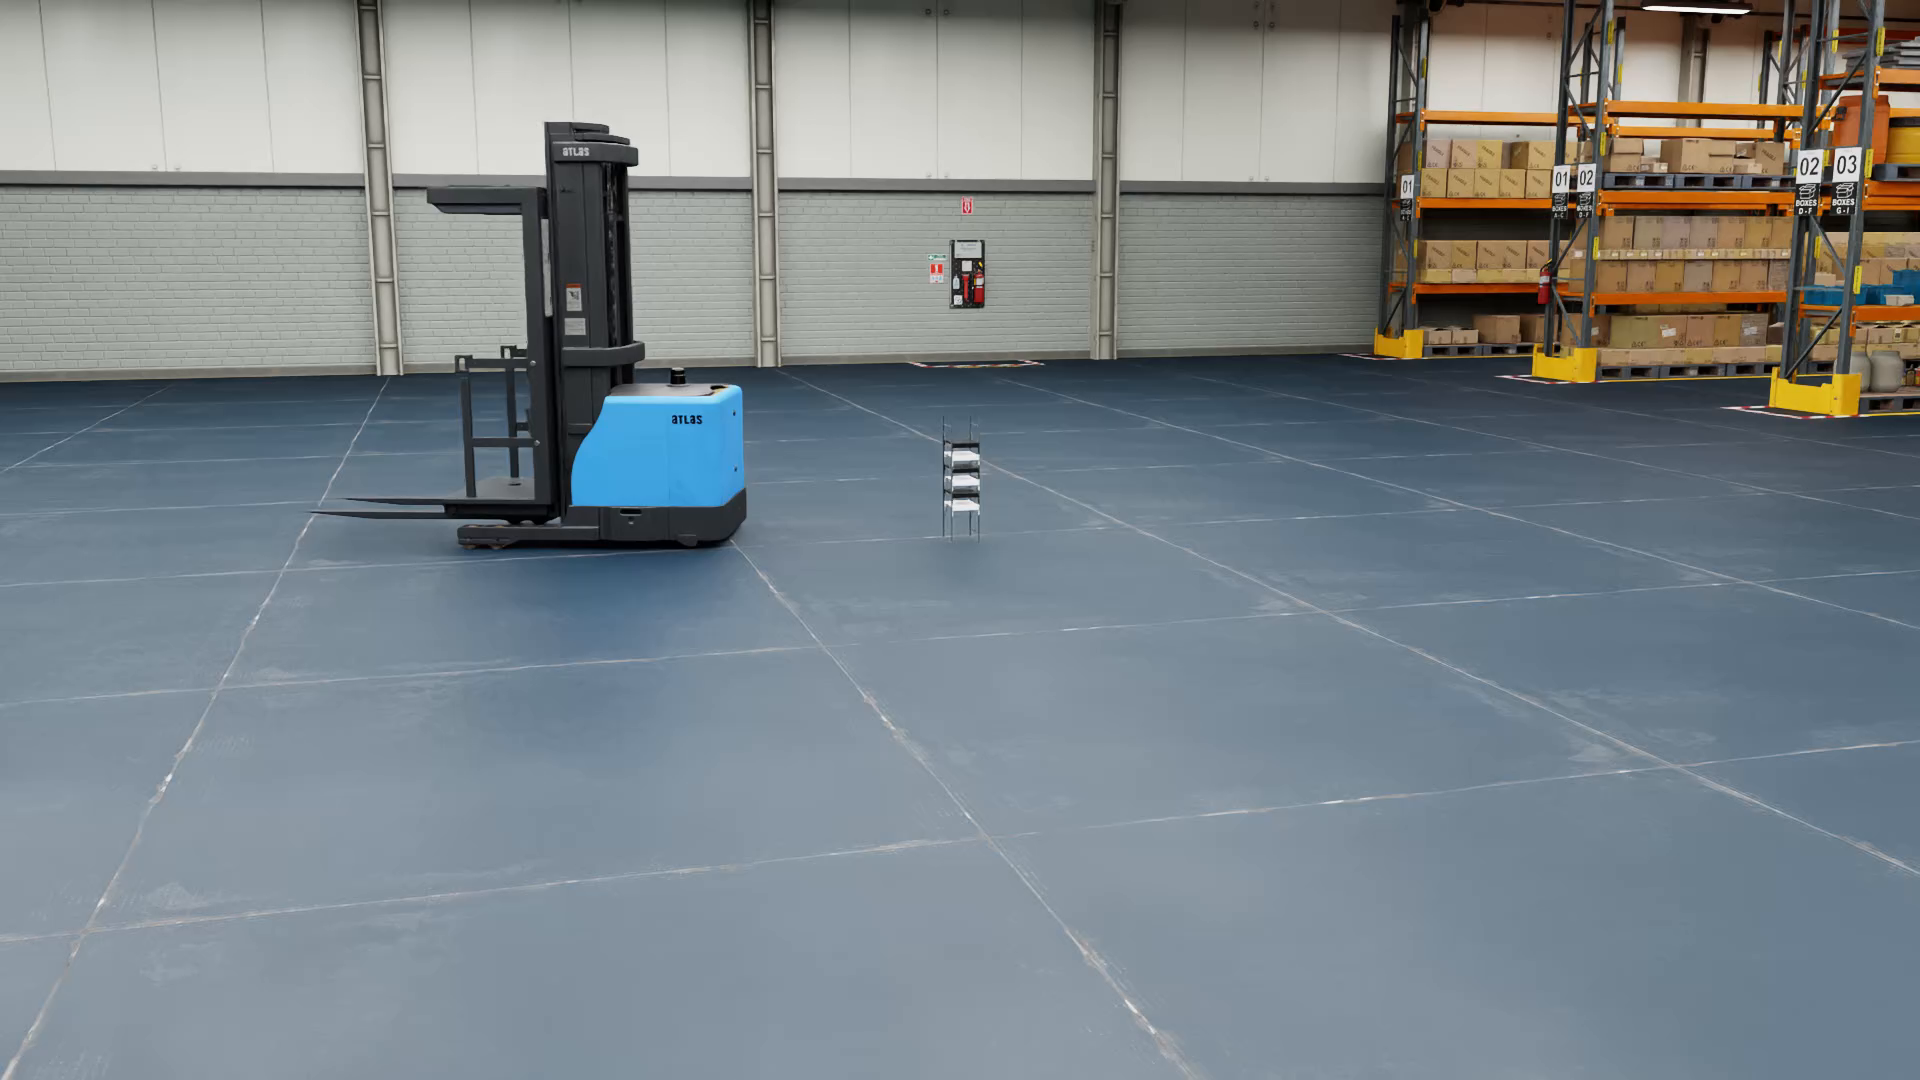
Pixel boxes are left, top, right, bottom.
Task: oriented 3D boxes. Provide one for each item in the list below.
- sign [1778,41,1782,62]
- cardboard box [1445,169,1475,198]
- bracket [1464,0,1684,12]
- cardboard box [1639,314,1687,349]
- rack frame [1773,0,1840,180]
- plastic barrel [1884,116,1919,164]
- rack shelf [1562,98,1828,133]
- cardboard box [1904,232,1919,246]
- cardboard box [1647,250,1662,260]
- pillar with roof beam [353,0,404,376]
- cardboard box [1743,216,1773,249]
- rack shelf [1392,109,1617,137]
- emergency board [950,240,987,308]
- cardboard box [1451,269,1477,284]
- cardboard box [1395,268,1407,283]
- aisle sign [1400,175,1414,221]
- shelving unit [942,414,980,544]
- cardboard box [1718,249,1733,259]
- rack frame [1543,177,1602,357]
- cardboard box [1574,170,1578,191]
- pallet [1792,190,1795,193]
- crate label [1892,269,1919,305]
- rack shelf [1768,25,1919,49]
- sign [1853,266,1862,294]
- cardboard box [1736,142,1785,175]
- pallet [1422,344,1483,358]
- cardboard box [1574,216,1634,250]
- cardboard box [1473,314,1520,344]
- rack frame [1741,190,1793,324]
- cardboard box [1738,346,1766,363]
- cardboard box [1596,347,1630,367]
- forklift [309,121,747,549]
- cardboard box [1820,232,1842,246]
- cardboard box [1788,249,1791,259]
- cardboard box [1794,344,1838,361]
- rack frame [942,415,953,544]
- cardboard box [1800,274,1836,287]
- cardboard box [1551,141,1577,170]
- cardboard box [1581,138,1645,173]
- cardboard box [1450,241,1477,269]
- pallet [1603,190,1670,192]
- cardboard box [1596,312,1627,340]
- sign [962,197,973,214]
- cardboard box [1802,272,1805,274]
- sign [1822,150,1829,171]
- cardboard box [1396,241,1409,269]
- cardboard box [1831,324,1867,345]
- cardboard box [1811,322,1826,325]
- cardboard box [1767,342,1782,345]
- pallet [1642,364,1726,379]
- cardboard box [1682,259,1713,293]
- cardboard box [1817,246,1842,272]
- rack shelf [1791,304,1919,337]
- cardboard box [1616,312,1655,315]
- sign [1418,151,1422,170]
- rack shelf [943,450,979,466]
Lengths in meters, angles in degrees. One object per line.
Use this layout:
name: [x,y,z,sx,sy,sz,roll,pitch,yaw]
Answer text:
sign: [12.938,-7.695,26.192,0.005,0.325,0.100,-3,11,-16]
cardboard box: [8.789,-6.340,29.582,0.500,0.500,0.500,-2,11,-12]
bracket: [11.275,-9.807,30.522,4.783,0.066,0.076,-3,11,-16]
cardboard box: [10.794,-3.215,25.588,0.500,0.500,0.500,-3,11,-16]
rack frame: [13.102,-7.103,25.775,0.127,3.000,1.000,-3,11,-16]
plastic barrel: [11.701,-4.943,20.647,0.600,0.588,0.600,0,10,0]
rack shelf: [11.181,-6.451,25.326,4.000,0.370,1.077,-3,11,-16]
cardboard box: [18.524,-5.900,32.586,0.500,0.250,0.500,-3,11,-15]
cardboard box: [10.433,-4.339,25.265,0.250,0.149,0.380,-3,11,-17]
pillar with roof beam: [-7.776,-6.288,21.348,0.400,9.000,9.100,-3,11,-16]
cardboard box: [12.192,-4.790,25.923,0.500,0.500,0.700,-3,11,-16]
rack shelf: [9.793,-7.507,29.967,4.000,0.370,1.077,-3,11,-16]
emergency board: [0.159,-4.575,28.612,0.643,1.169,0.194,-3,11,-16]
cardboard box: [8.925,-4.745,29.897,0.500,0.250,0.500,-3,11,-18]
cardboard box: [8.267,-4.804,30.218,0.500,0.250,0.500,-3,11,-15]
aisle sign: [7.888,-6.034,29.357,0.004,0.787,0.394,-3,11,-16]
shelving unit: [0.008,-0.443,11.967,0.210,0.900,0.258,-3,11,-16]
cardboard box: [11.681,-4.406,25.625,0.250,0.149,0.380,-3,11,-14]
rack frame: [9.261,-3.950,25.218,0.127,3.000,1.000,-3,11,-16]
cardboard box: [11.295,-6.479,30.339,0.500,0.500,0.500,-3,11,-14]
pallet: [13.945,-5.581,26.318,1.217,0.209,0.805,-3,11,-18]
crate label: [12.333,-3.246,21.298,0.616,0.435,0.502,-3,11,-16]
rack shelf: [17.474,-9.548,31.865,4.000,0.370,1.077,-3,11,-16]
sign: [10.791,-3.129,19.994,0.005,0.325,0.100,-3,11,-16]
cardboard box: [12.544,-5.973,26.097,0.500,0.500,0.500,-2,11,-11]
pallet: [8.736,-3.478,30.358,1.213,0.211,1.003,-3,11,-16]
cardboard box: [9.764,-4.661,25.223,0.500,0.500,0.700,-3,11,-16]
cardboard box: [9.828,-3.875,30.498,0.500,0.500,0.700,-4,11,-20]
rack frame: [15.554,-5.216,32.094,0.127,3.000,1.000,-3,11,-16]
cardboard box: [12.235,-2.922,26.067,0.500,0.250,0.500,-3,11,-16]
cardboard box: [9.838,-2.793,25.367,0.500,0.250,0.500,-3,11,-16]
forklift: [-3.142,-1.473,11.951,3.031,2.935,1.130,0,10,3]
cardboard box: [16.578,-5.795,32.018,0.500,0.250,0.500,-3,11,-17]
cardboard box: [12.900,-4.470,25.973,0.250,0.149,0.380,-3,11,-16]
cardboard box: [13.558,-2.984,26.406,0.500,0.250,0.500,-3,11,-17]
rack frame: [-0.090,-0.438,11.939,0.006,0.900,0.240,-3,11,-16]
cardboard box: [13.562,-4.111,26.508,0.500,0.250,0.500,-2,11,-12]
cardboard box: [10.782,-6.937,30.066,0.500,0.500,0.500,-2,11,-13]
cardboard box: [9.814,-5.780,25.041,0.637,0.503,0.797,-2,11,-12]
cardboard box: [8.893,-5.111,29.813,0.500,0.500,0.500,-3,11,-16]
pallet: [12.336,-6.409,30.809,1.003,0.211,1.213,-3,11,-16]
cardboard box: [12.415,-4.041,31.399,0.500,0.500,0.700,-3,11,-14]
sign: [0.123,-5.732,28.494,0.199,0.298,0.001,-3,11,-16]
cardboard box: [16.179,-5.090,32.048,0.250,0.149,0.380,-3,11,-15]
sign: [13.258,-5.825,25.469,0.005,0.325,0.100,-3,11,-16]
cardboard box: [8.266,-5.177,30.169,0.500,0.500,0.500,-3,11,-17]
cardboard box: [14.050,-3.285,26.489,0.500,0.311,0.500,-3,11,-17]
cardboard box: [13.908,-3.380,27.009,0.500,0.311,0.500,-3,11,-14]
cardboard box: [13.419,-3.078,26.917,0.500,0.250,0.500,-3,11,-16]
pallet: [11.153,-2.686,26.052,1.213,0.211,1.003,-3,11,-16]
cardboard box: [11.198,-4.099,25.754,0.500,0.500,0.700,-3,11,-14]
cardboard box: [16.597,-5.426,32.083,0.500,0.500,0.500,-3,11,-14]
rack shelf: [12.562,-2.836,21.155,4.000,0.370,1.077,-3,11,-16]
cardboard box: [10.649,-3.305,26.078,0.500,0.500,0.500,-3,11,-16]
sign: [8.025,-6.622,29.032,0.005,0.325,0.100,-3,11,-16]
rack shelf: [0.008,-0.587,11.941,0.200,0.077,0.258,-3,11,-16]
